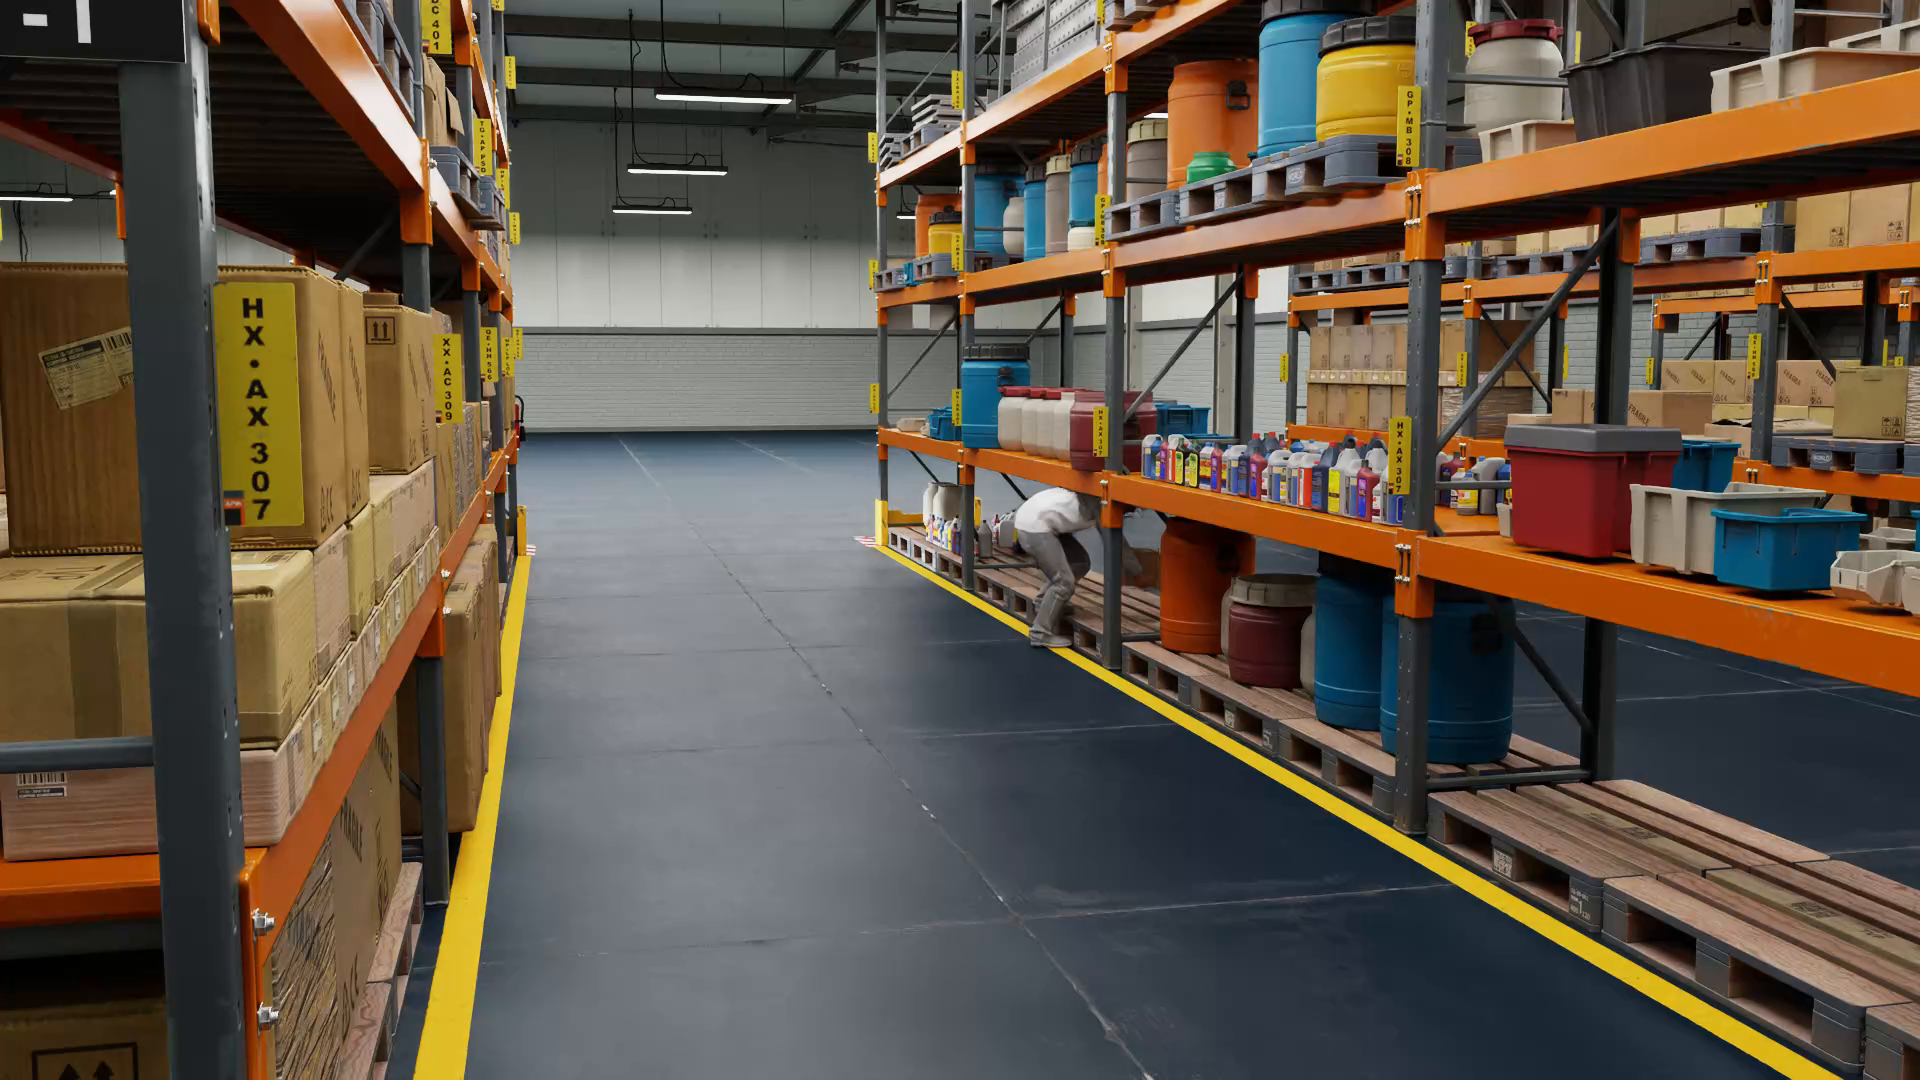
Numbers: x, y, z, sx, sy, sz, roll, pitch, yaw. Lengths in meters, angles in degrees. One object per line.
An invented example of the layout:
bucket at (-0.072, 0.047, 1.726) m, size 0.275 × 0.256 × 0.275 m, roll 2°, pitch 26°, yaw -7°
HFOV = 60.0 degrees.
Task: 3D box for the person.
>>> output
person at (0.902, 0.148, 12.032) m, size 1.016 × 1.223 × 0.501 m, roll 0°, pitch 6°, yaw 2°
